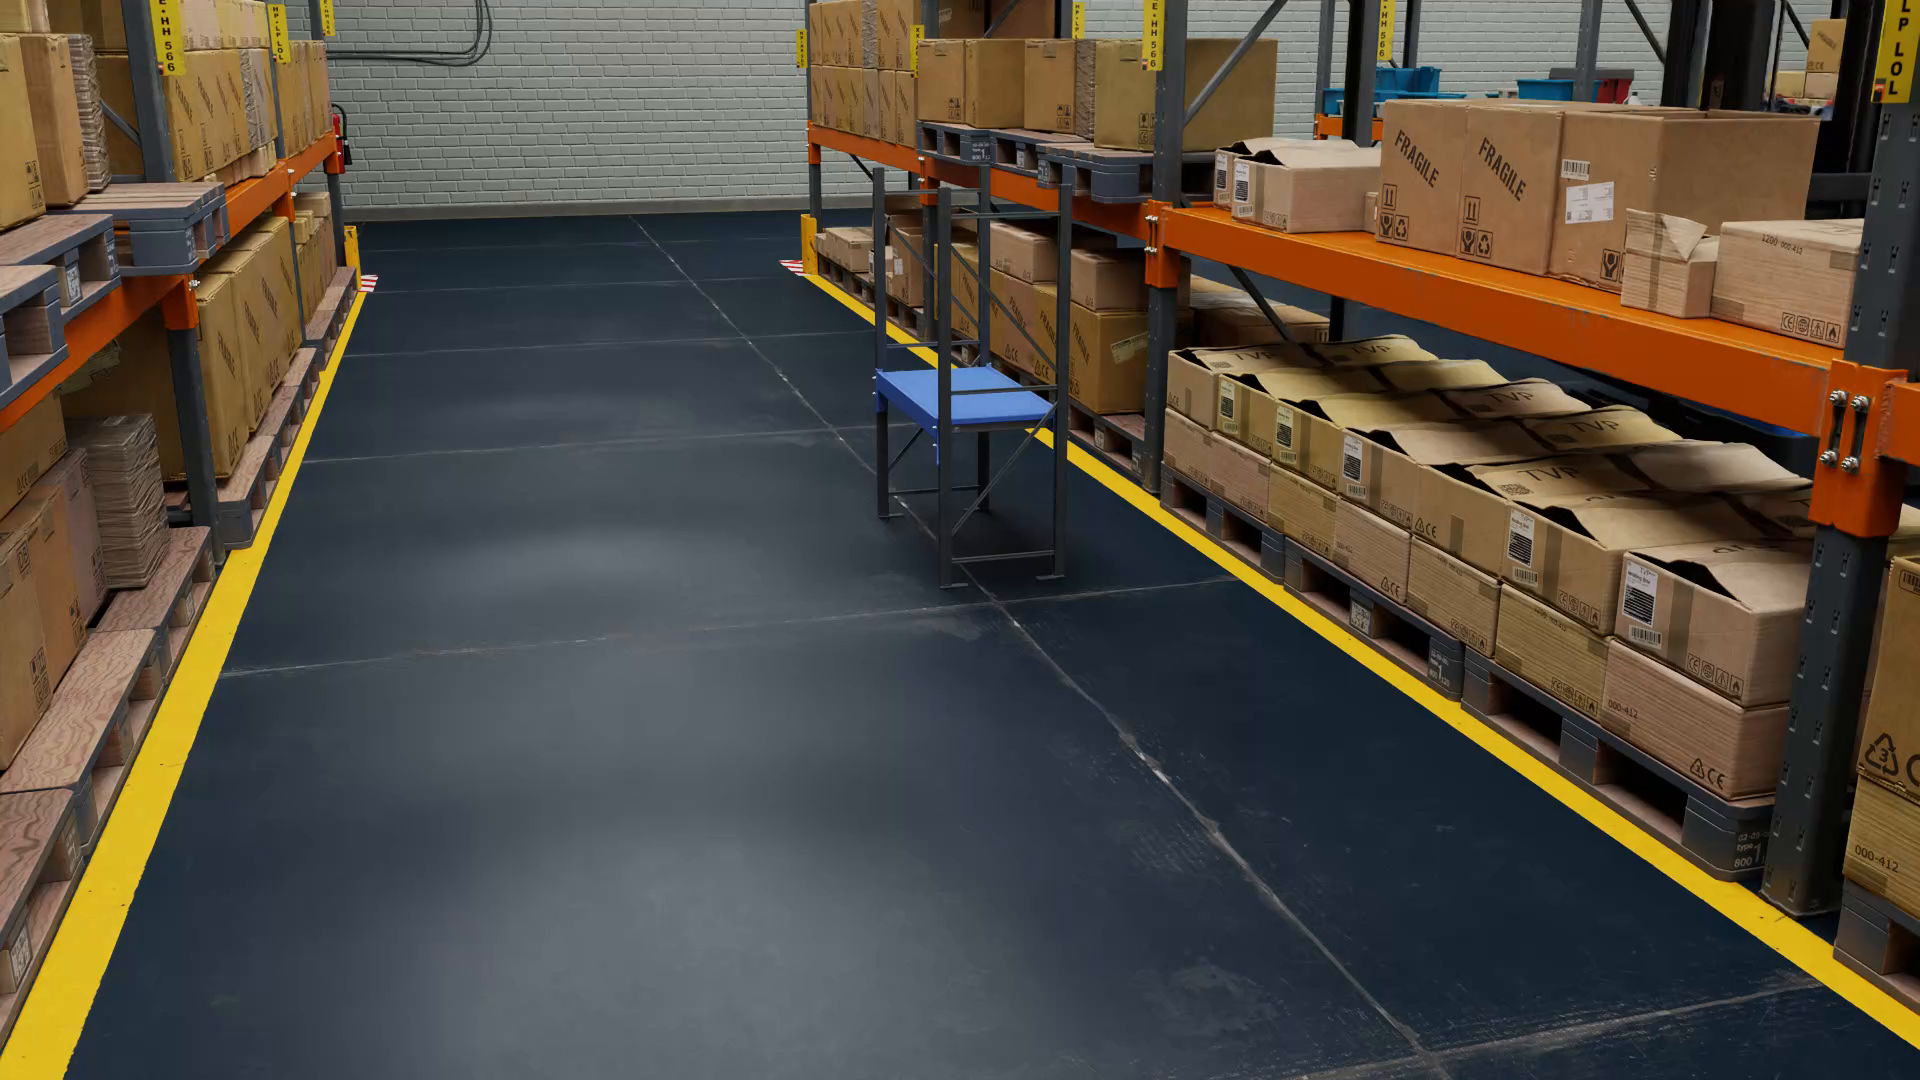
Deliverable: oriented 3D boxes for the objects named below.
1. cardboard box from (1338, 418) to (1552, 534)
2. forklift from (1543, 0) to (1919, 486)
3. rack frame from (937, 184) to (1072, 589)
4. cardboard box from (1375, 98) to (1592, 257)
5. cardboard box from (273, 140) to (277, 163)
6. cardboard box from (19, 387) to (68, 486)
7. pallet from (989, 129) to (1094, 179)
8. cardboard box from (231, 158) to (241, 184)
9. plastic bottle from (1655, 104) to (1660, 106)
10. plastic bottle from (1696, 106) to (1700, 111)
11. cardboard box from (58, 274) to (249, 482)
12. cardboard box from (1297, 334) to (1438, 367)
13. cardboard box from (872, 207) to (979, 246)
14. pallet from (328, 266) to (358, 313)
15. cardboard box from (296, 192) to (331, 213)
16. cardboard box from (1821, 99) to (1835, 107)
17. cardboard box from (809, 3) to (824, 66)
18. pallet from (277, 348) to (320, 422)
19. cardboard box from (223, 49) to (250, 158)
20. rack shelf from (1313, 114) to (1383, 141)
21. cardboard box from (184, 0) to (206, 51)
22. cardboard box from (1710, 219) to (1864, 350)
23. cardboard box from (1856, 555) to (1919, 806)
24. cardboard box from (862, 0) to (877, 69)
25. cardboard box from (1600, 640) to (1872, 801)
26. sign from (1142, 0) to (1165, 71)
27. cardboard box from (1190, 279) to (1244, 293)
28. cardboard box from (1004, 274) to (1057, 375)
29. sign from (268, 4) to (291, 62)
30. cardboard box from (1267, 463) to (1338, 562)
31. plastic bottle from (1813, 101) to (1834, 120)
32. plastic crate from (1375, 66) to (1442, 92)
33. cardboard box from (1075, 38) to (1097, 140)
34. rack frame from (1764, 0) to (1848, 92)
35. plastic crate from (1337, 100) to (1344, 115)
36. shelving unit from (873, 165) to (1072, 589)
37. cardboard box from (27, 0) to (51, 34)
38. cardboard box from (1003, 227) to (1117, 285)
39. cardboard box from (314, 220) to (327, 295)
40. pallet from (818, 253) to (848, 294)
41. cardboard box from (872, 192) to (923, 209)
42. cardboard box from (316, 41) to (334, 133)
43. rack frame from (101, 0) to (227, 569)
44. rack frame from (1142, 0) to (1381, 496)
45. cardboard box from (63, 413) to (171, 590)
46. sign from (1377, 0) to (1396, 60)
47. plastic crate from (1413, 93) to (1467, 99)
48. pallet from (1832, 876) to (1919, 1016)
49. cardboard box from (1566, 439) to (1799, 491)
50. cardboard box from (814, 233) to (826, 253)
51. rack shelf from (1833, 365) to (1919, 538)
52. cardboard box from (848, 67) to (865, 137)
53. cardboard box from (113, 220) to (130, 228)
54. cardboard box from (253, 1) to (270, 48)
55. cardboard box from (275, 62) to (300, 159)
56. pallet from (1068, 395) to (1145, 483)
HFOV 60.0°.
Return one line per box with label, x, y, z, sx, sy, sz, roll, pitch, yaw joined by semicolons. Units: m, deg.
cardboard box;1.639;-0.252;5.652;0.500;0.311;0.500;-5;17;-16
forklift;3.972;-2.007;8.538;1.130;2.935;3.031;-2;17;-7
rack frame;0.163;-0.554;6.190;0.500;1.500;0.032;-5;17;-15
cardboard box;1.822;-1.280;5.827;0.500;0.500;0.500;-6;18;-18
cardboard box;-4.151;-2.227;9.555;0.380;0.149;0.250;-5;17;-15
cardboard box;-3.073;-0.318;5.073;0.500;0.250;0.500;-4;17;-14
pallet;0.806;-2.141;9.199;1.003;0.211;1.213;-5;17;-15
cardboard box;-3.844;-1.872;8.373;0.380;0.149;0.250;-5;17;-17
plastic bottle;4.871;-2.874;11.520;0.152;0.276;0.135;-5;17;-15
plastic bottle;4.944;-2.756;11.115;0.061;0.283;0.133;-5;17;-15
cardboard box;-3.493;-0.688;7.035;0.750;0.750;0.750;-5;17;-16
cardboard box;1.726;-0.723;7.219;0.500;0.311;0.500;-4;17;-14
cardboard box;-0.276;-2.336;13.090;0.797;0.503;0.637;-5;17;-15
pallet;-5.320;-1.965;13.127;1.003;0.211;1.213;-5;17;-15
cardboard box;-5.116;-2.623;12.959;0.380;0.149;0.250;-5;17;-16
cardboard box;8.668;-4.232;16.264;0.380;0.149;0.250;-5;17;-16
cardboard box;-0.985;-4.291;14.113;0.500;0.500;0.500;-4;17;-14
pallet;-4.232;-0.866;9.469;1.003;0.211;1.213;-5;17;-15
cardboard box;-3.725;-2.084;7.949;0.500;0.500;0.500;-4;17;-14
rack shelf;4.460;-3.401;14.311;1.077;0.370;4.000;-5;17;-15
cardboard box;-3.442;-2.156;6.888;0.500;0.250;0.500;-5;17;-16
cardboard box;2.267;-0.650;4.162;0.500;0.250;0.500;-4;17;-12
cardboard box;2.271;0.321;3.417;0.500;0.500;0.500;-5;17;-15
cardboard box;-0.424;-3.729;12.240;0.500;0.500;0.500;-5;17;-15
cardboard box;2.052;0.435;4.339;0.500;0.250;0.500;-5;17;-16
sign;0.826;-2.166;7.075;0.100;0.325;0.005;-5;17;-15
cardboard box;1.212;-1.141;9.117;0.500;0.500;0.500;-5;17;-16
cardboard box;0.570;-1.237;9.436;0.500;0.500;0.500;-5;18;-17
sign;-3.997;-2.971;9.755;0.100;0.325;0.005;-5;17;-15
cardboard box;1.494;-0.129;6.218;0.500;0.250;0.500;-5;17;-17
plastic bottle;5.270;-2.504;10.160;0.144;0.351;0.185;-5;17;-15
plastic crate;4.182;-4.267;15.776;0.616;0.435;0.499;-5;17;-15
cardboard box;0.996;-2.378;8.750;0.700;0.500;0.500;-1;17;-5
rack frame;8.672;-4.690;17.353;1.000;3.000;0.127;-5;17;-15
plastic crate;3.670;-4.012;15.447;0.250;0.136;0.298;-5;17;-15
shelving unit;0.023;-0.695;6.658;0.538;1.500;1.048;-5;17;-15
cardboard box;-3.293;-1.779;5.594;0.380;0.149;0.250;-7;18;-22
cardboard box;0.558;-1.606;9.362;0.500;0.250;0.500;-5;17;-16
cardboard box;-5.051;-2.056;12.199;0.700;0.500;0.500;-5;18;-17
pallet;-0.613;-2.331;14.346;1.003;0.211;1.213;-5;17;-15
cardboard box;-0.467;-2.791;14.609;0.500;0.500;0.500;-5;17;-15
cardboard box;-5.466;-3.519;12.932;0.980;0.700;0.700;-4;17;-13
rack frame;-3.417;-1.303;6.075;1.000;3.000;0.127;-5;17;-15
rack frame;1.345;-1.695;7.382;1.000;3.000;0.127;-5;17;-15
cardboard box;-3.169;-0.121;5.722;0.700;0.500;0.500;-4;17;-14
sign;1.878;-2.295;7.365;0.100;0.325;0.005;-5;17;-15
plastic crate;4.106;-3.706;14.262;0.416;0.233;0.300;-5;17;-15
pallet;2.623;0.970;3.357;1.003;0.211;1.213;-5;17;-15
cardboard box;2.294;-0.158;5.338;0.500;0.311;0.500;-5;18;-17
cardboard box;-1.069;-2.611;14.620;0.380;0.149;0.250;-5;17;-15
rack shelf;2.994;0.309;1.961;1.077;0.370;4.000;-5;17;-15
cardboard box;-0.567;-3.393;12.859;0.500;0.500;0.500;-4;17;-15
cardboard box;-3.285;-1.301;6.472;0.380;0.149;0.250;-5;17;-16
cardboard box;-4.142;-2.859;9.228;0.500;0.250;0.500;-4;17;-14
cardboard box;-4.650;-2.704;10.219;0.980;0.700;0.700;-4;17;-14
pallet;1.176;-0.569;8.481;1.003;0.211;1.213;-5;17;-15
